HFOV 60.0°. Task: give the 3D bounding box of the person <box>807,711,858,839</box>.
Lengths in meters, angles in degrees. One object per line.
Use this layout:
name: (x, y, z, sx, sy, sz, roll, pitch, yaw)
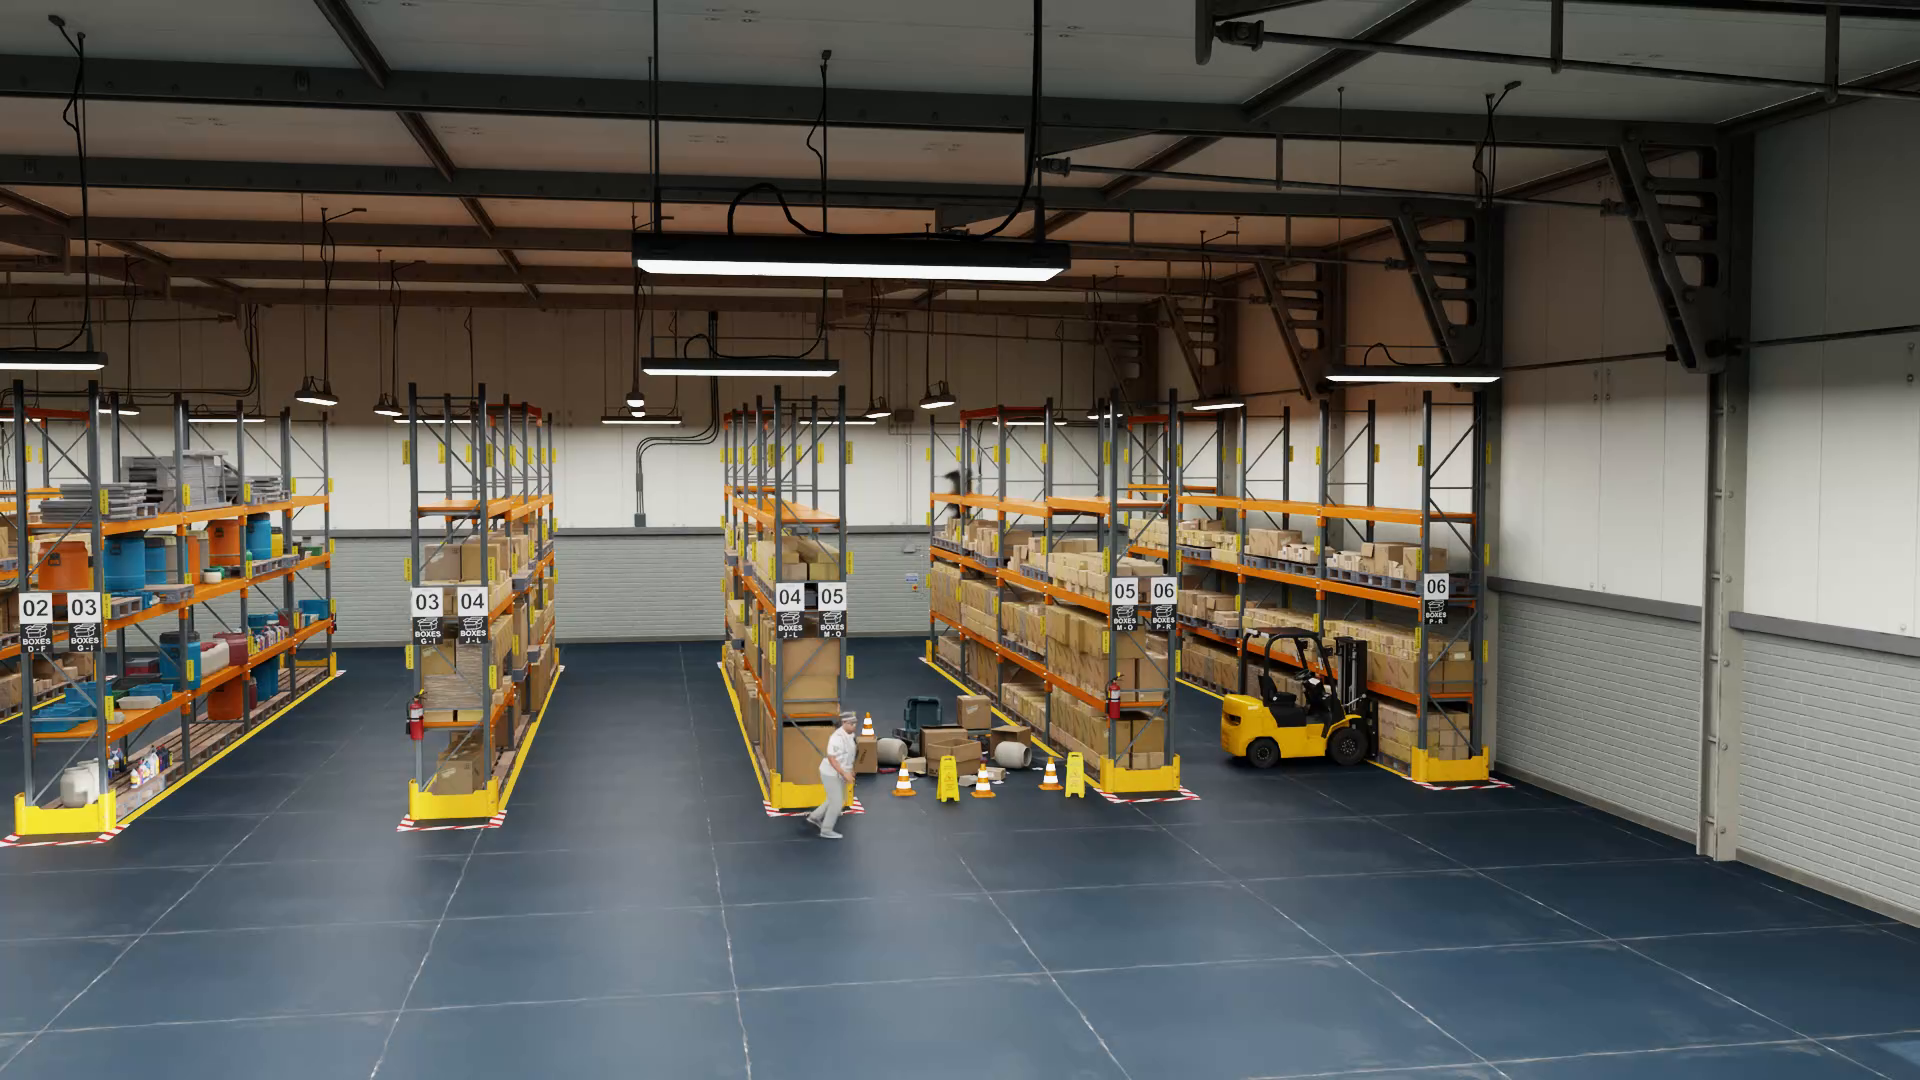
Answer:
person: (-1.684, 3.056, 21.772, 0.762, 1.690, 0.650, 1, 3, 15)
